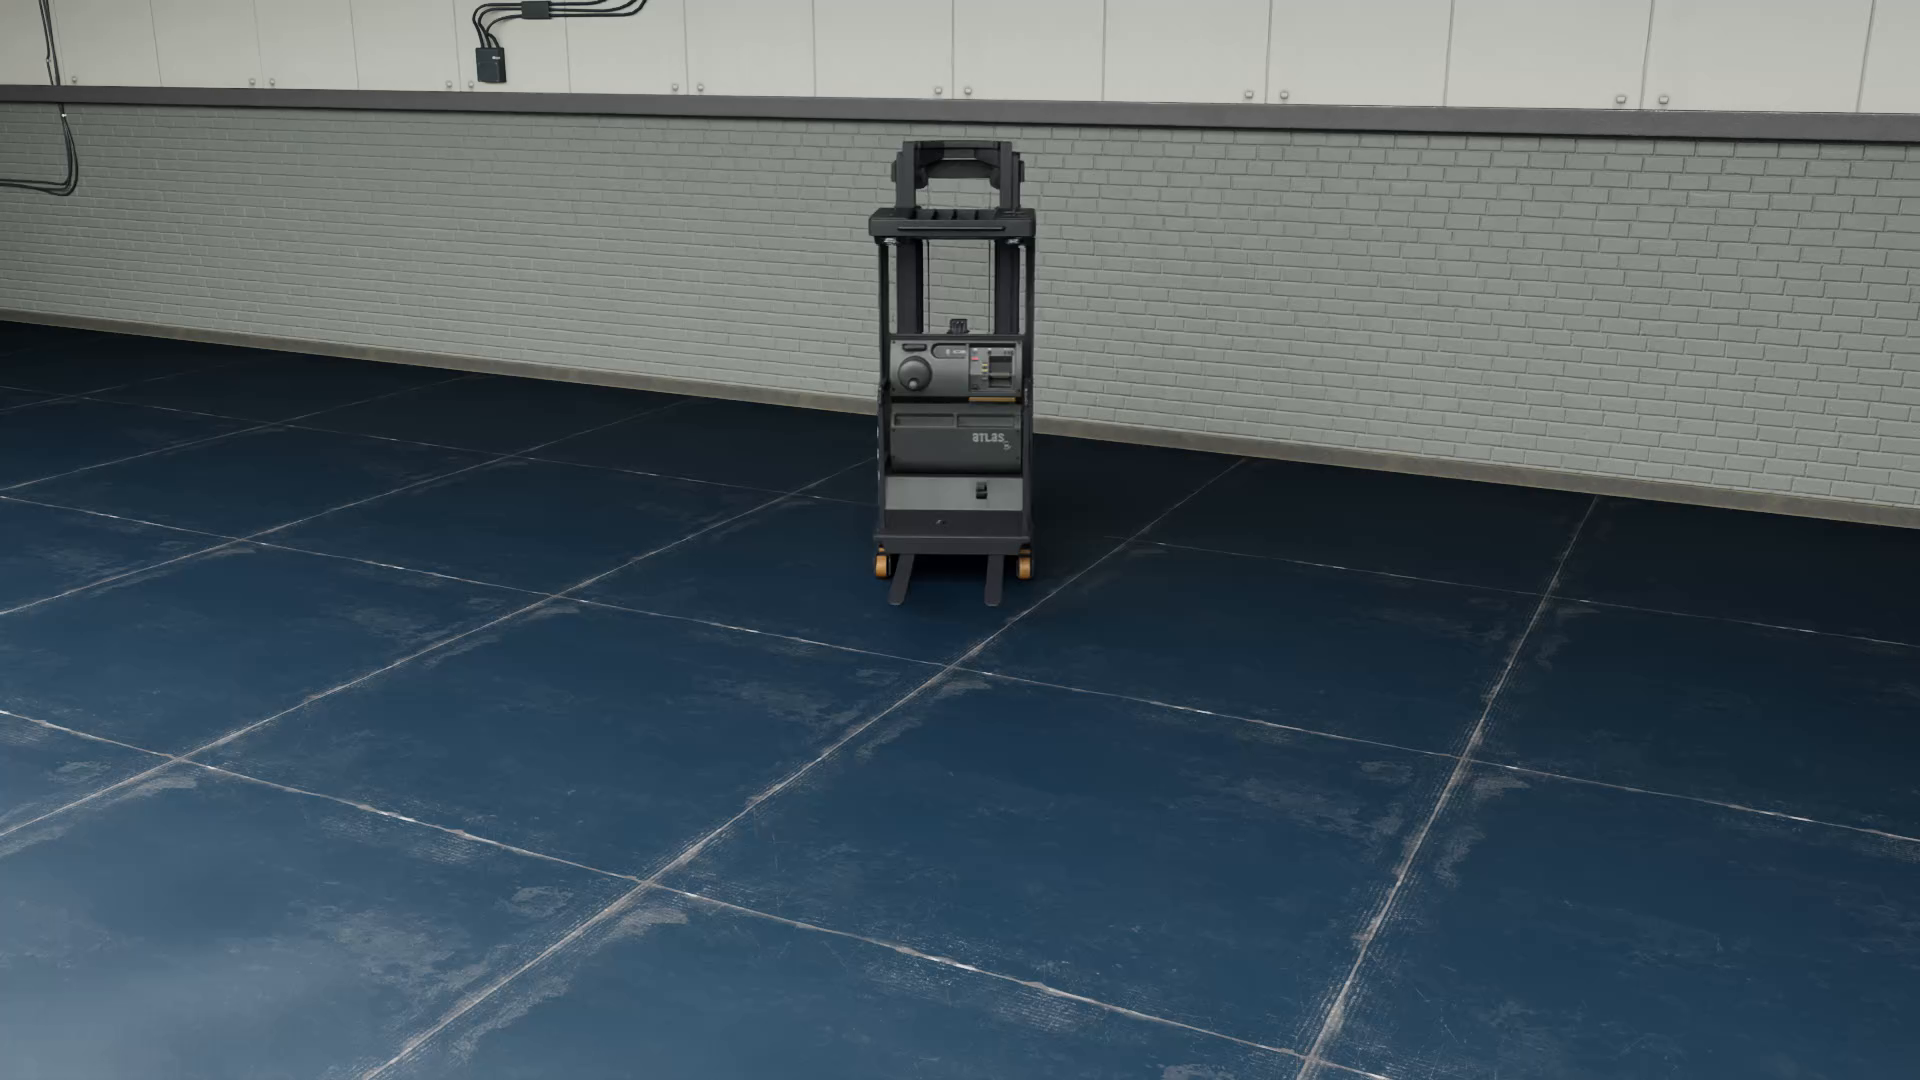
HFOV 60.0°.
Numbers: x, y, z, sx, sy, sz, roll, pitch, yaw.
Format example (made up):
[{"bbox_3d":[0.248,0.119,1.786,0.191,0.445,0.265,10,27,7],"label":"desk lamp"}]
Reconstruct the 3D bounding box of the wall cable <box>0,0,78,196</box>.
[{"bbox_3d":[-12.606,-5.742,21.506,3.097,2.526,0.112,8,18,25],"label":"wall cable"}]

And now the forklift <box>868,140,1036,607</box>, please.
[{"bbox_3d":[-0.033,-1.217,11.475,1.130,2.935,3.031,1,17,2],"label":"forklift"}]

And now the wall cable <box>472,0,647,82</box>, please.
[{"bbox_3d":[-4.120,-7.649,16.500,2.305,6.003,0.169,8,18,25],"label":"wall cable"}]
